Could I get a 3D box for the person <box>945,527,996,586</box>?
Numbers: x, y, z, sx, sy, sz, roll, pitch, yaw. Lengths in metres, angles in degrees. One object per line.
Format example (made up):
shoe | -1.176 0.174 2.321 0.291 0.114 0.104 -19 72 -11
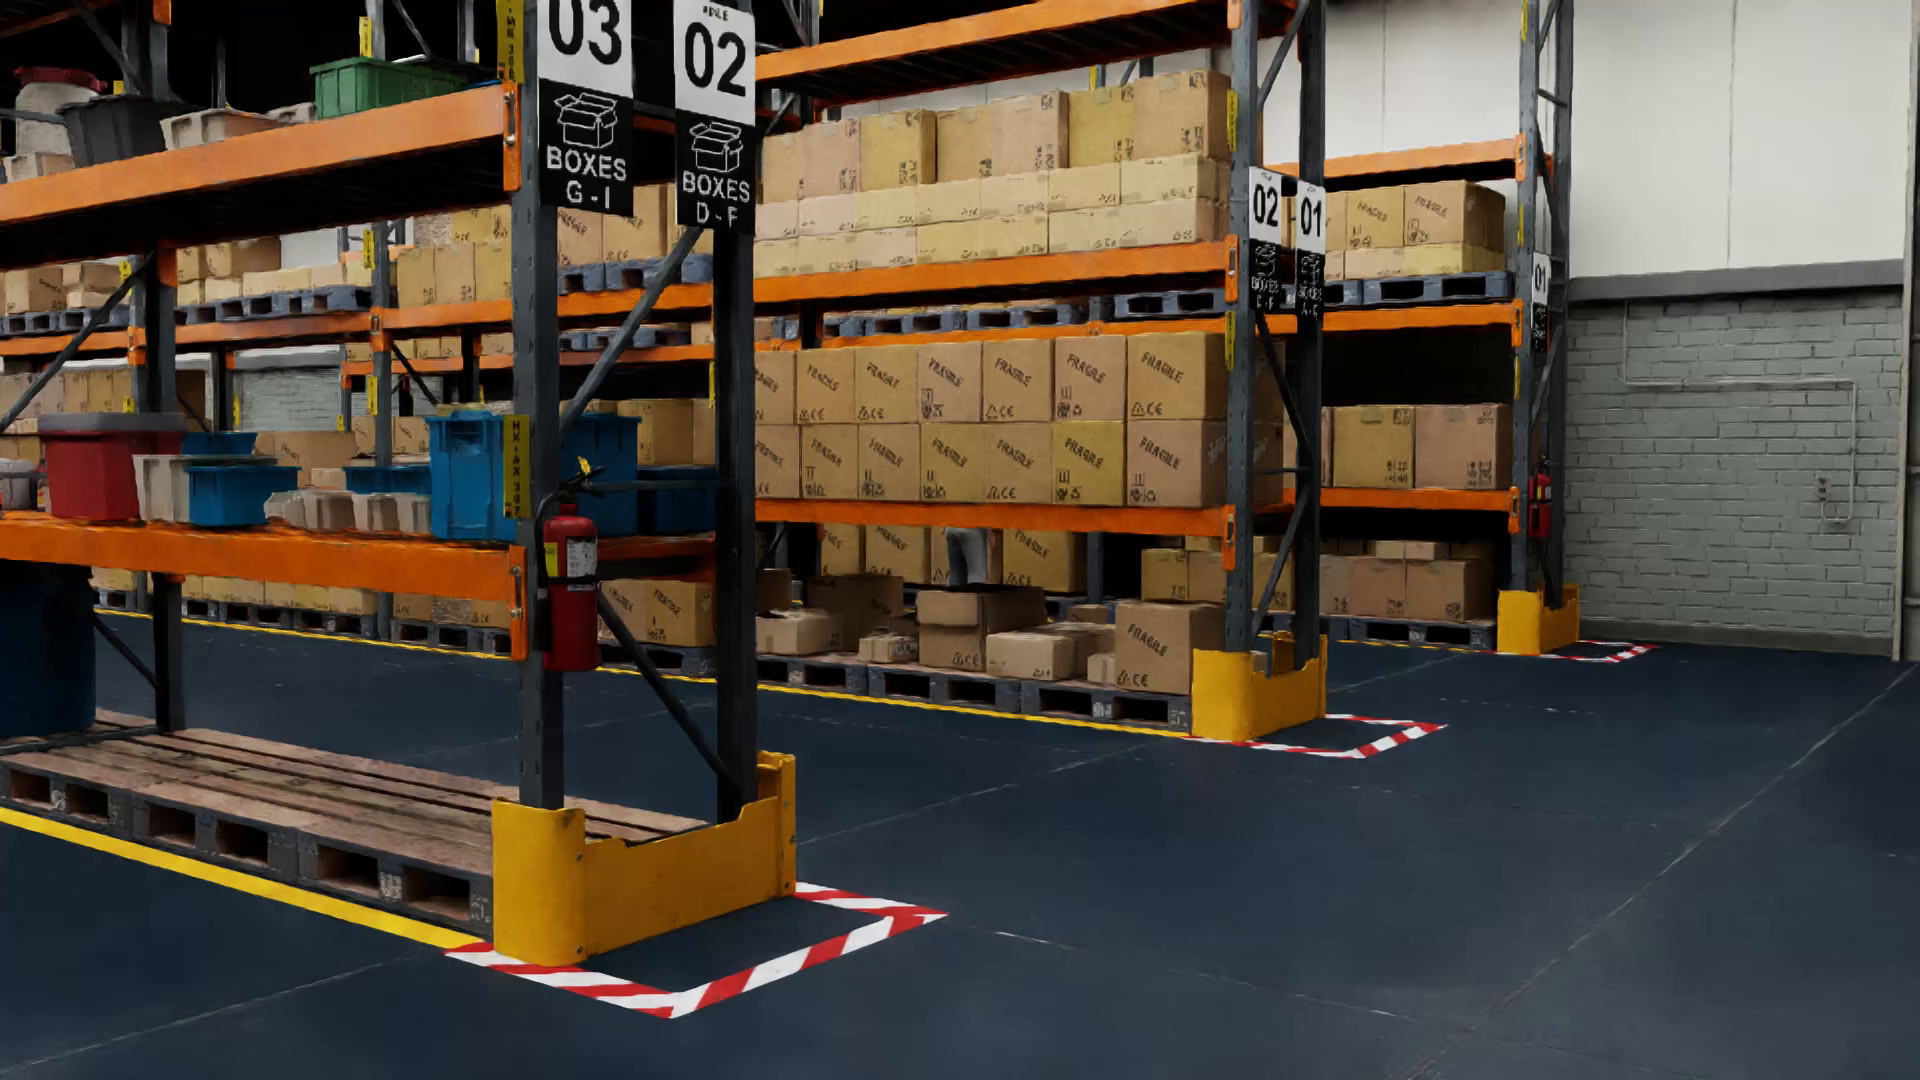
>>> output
person | 0.089 -0.066 14.996 0.443 1.807 0.588 -2 4 -38
